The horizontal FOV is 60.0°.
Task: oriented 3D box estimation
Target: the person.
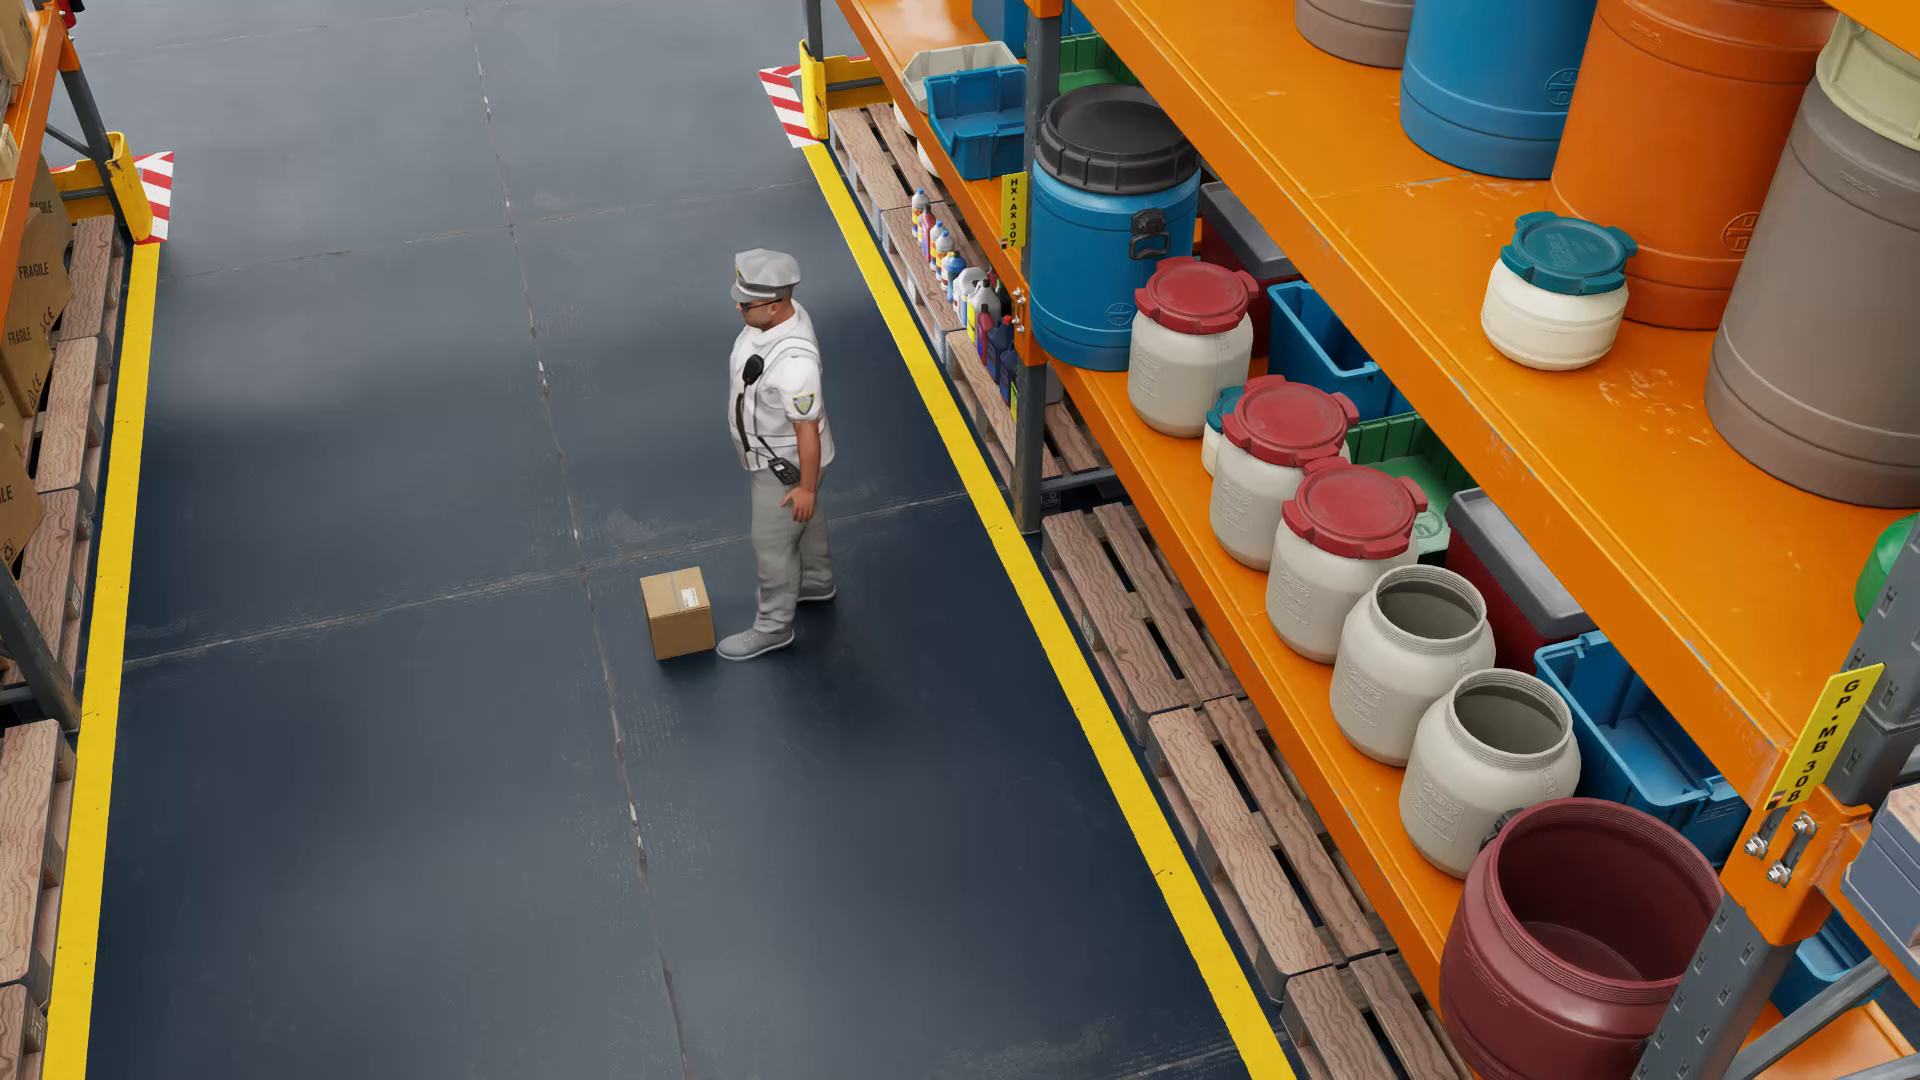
[{"bbox_3d":[-0.688,-0.328,6.534,0.391,1.739,0.531,-11,43,-12],"label":"person"}]
